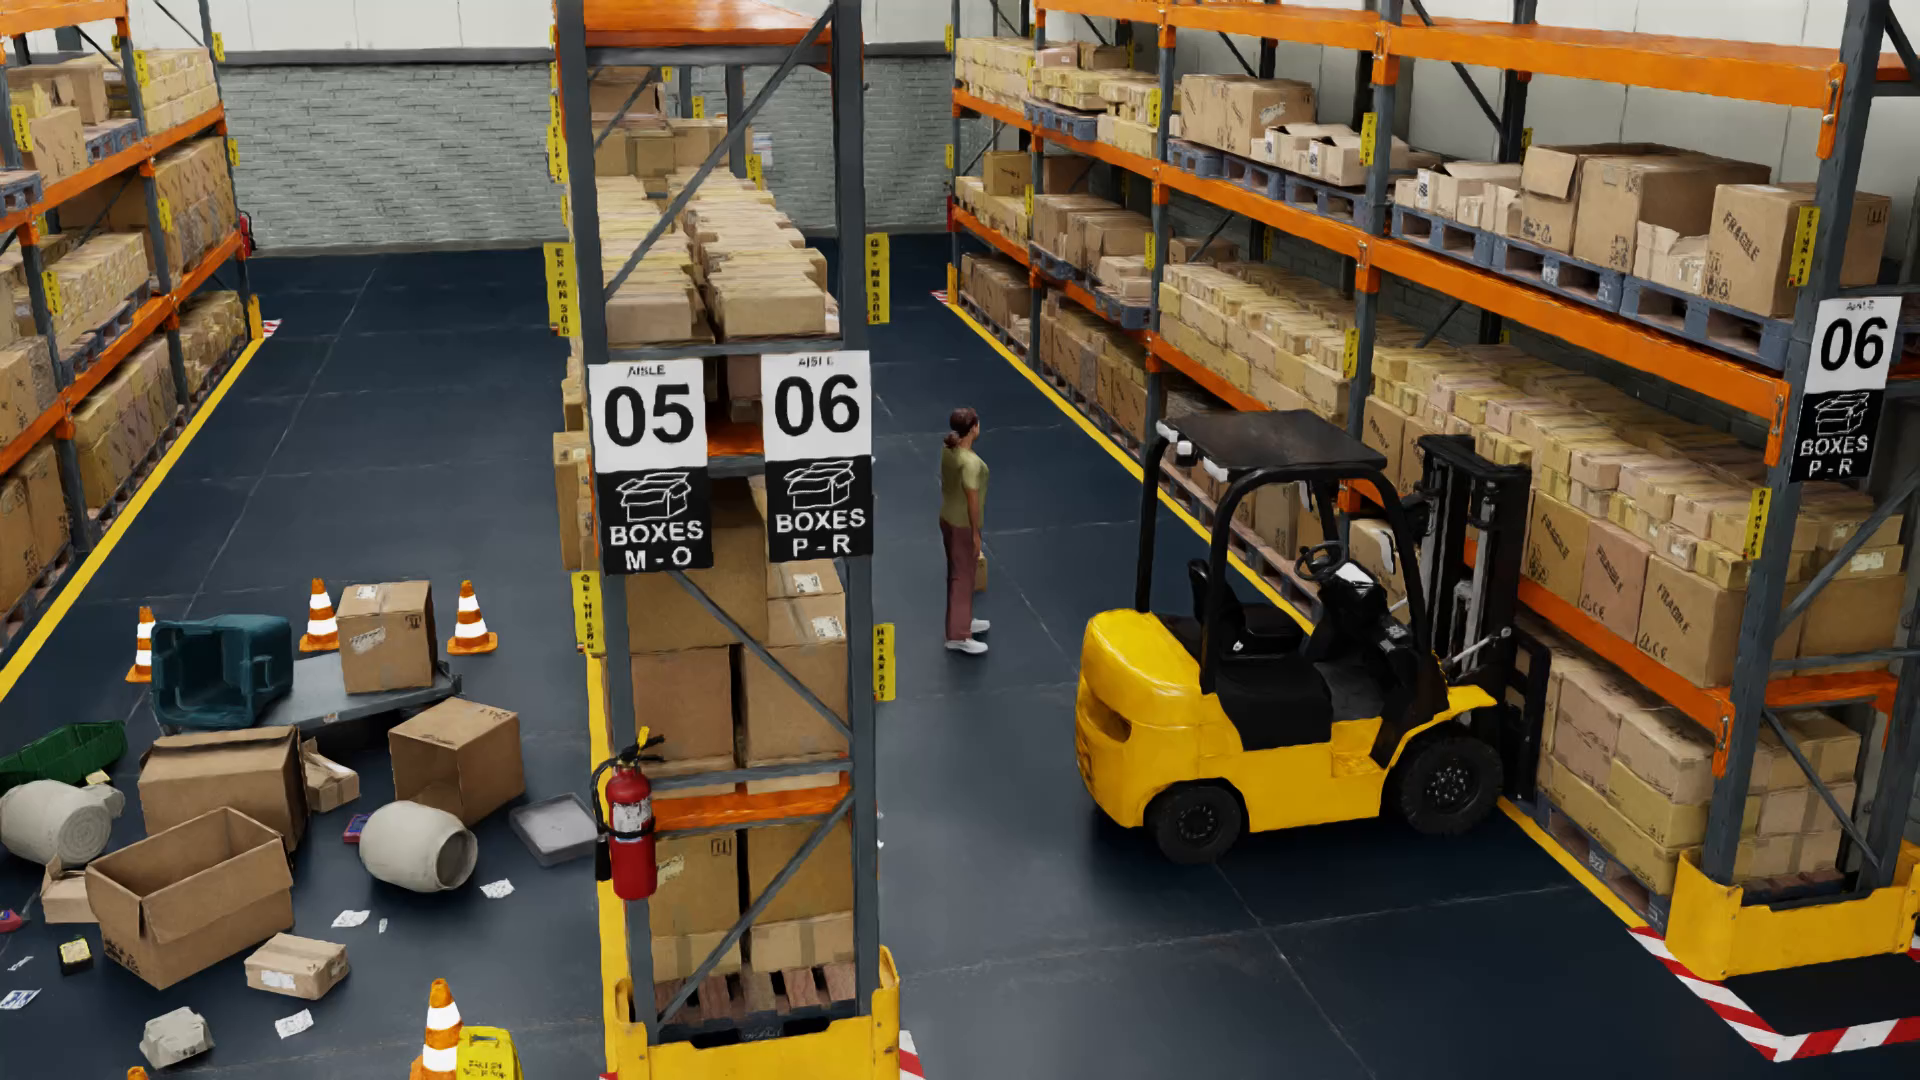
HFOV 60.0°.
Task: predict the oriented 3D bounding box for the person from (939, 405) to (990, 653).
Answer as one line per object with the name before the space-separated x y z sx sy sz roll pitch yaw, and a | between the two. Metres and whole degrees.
person | 0.046 -0.103 11.308 0.441 1.673 0.584 -9 22 -25
